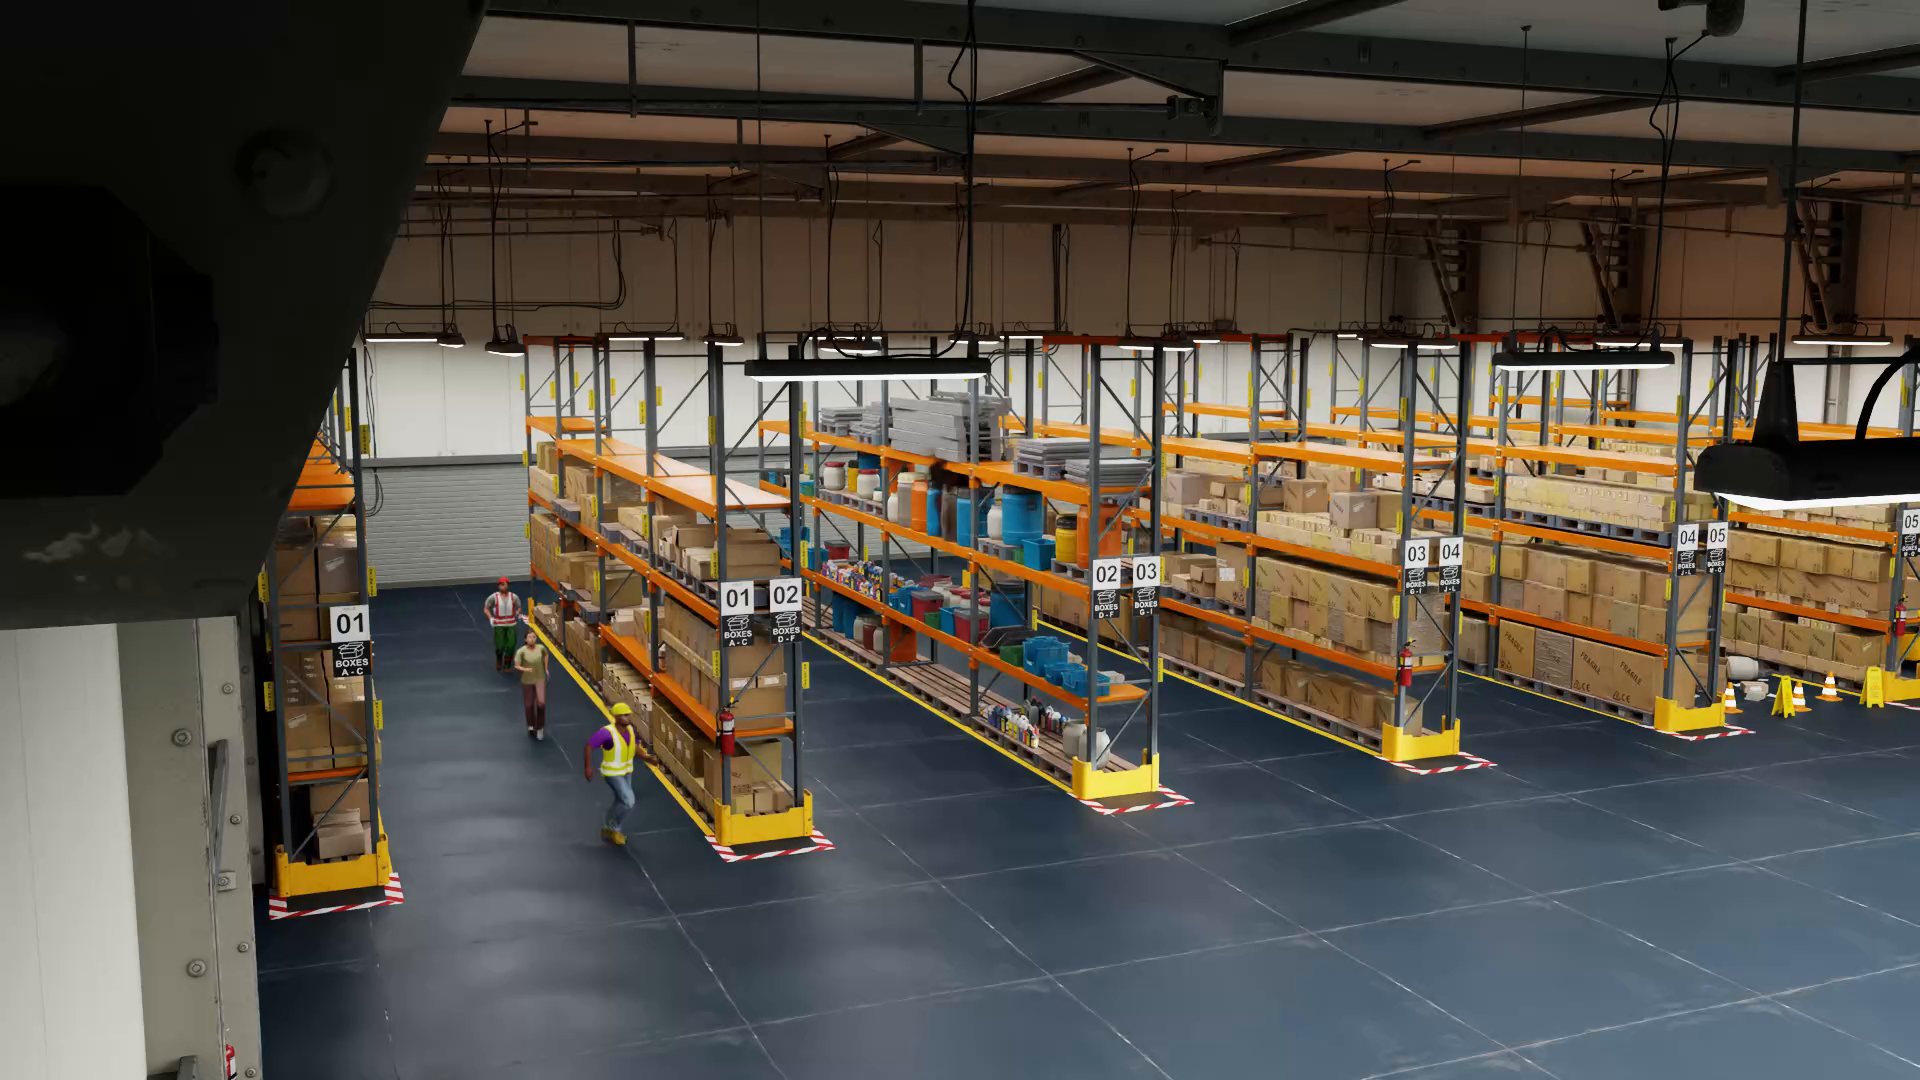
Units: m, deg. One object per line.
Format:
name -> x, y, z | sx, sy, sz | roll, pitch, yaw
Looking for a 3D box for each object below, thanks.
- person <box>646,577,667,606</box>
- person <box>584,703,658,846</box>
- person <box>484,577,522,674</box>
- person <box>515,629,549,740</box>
person -> -6.201, 1.010, 34.414 | 0.575, 1.534, 0.755 | -2, 8, -12
person -> -4.091, 2.821, 20.045 | 0.775, 1.742, 0.690 | 4, 9, 28
person -> -8.110, 1.533, 29.612 | 0.649, 1.744, 0.591 | -3, 8, -24
person -> -6.459, 2.173, 25.137 | 0.519, 1.691, 0.781 | -3, 8, -19
